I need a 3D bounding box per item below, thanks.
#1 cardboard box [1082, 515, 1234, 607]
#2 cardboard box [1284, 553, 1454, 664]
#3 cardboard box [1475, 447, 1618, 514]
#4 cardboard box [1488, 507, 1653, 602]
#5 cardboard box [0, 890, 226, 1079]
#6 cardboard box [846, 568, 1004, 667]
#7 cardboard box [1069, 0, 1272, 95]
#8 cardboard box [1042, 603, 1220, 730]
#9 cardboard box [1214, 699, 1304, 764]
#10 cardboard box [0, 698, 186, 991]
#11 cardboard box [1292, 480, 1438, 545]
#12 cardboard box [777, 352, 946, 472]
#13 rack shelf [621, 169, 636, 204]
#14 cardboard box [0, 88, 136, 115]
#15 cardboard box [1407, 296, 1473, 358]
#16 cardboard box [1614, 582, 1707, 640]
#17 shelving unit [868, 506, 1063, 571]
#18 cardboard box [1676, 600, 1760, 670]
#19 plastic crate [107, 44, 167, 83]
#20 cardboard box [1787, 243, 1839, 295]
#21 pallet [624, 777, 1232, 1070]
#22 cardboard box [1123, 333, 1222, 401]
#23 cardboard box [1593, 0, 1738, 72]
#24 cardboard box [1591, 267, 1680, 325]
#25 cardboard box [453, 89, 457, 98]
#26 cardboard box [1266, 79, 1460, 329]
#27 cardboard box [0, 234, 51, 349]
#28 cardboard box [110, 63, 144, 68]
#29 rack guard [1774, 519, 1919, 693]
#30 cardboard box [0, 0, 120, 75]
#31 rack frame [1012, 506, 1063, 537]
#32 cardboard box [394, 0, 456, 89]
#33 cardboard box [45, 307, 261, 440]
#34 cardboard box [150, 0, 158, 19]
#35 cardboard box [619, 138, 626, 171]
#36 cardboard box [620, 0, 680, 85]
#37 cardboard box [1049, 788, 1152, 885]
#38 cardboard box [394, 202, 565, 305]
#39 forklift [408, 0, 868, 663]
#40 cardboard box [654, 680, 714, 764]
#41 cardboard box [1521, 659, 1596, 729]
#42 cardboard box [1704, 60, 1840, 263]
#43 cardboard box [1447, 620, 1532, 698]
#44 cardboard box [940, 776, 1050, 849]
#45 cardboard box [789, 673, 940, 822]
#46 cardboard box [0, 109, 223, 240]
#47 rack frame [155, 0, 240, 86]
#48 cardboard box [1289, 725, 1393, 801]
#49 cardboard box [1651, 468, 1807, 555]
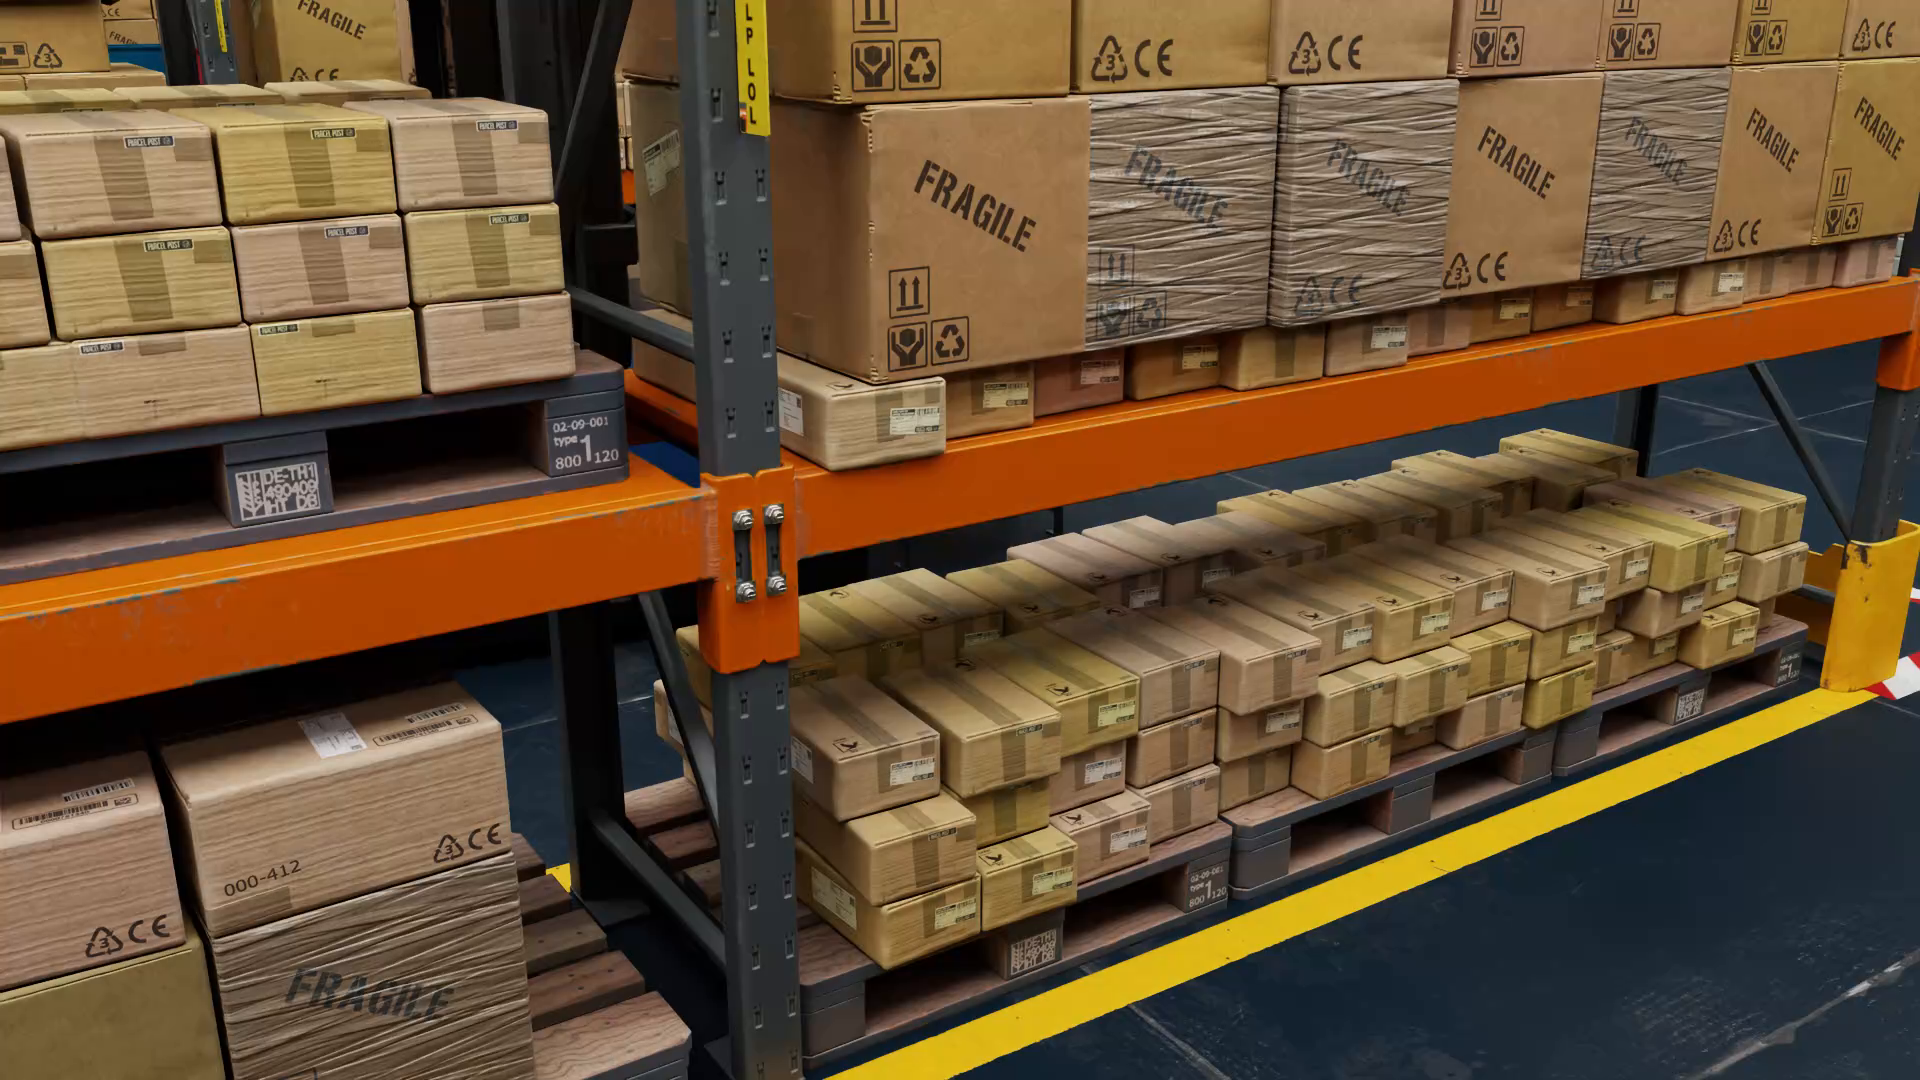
[{"bbox_3d":[0.558,0.067,4.730,0.250,0.149,0.380,-13,23,-33],"label":"cardboard box"},{"bbox_3d":[1.076,0.175,4.410,0.250,0.149,0.380,-12,22,-31],"label":"cardboard box"},{"bbox_3d":[1.907,-0.174,5.442,0.250,0.149,0.380,-11,22,-30],"label":"cardboard box"},{"bbox_3d":[1.754,0.042,4.803,0.250,0.149,0.380,-13,23,-34],"label":"cardboard box"},{"bbox_3d":[-1.553,0.852,2.788,0.500,0.500,0.500,-13,22,-33],"label":"cardboard box"},{"bbox_3d":[-0.096,0.215,4.292,0.250,0.149,0.380,-12,22,-32],"label":"cardboard box"},{"bbox_3d":[0.290,-1.193,3.407,0.500,0.500,0.500,-13,22,-33],"label":"cardboard box"},{"bbox_3d":[0.408,0.301,4.038,0.250,0.149,0.380,-13,22,-33],"label":"cardboard box"},{"bbox_3d":[0.649,0.401,4.205,0.250,0.149,0.380,-11,21,-29],"label":"cardboard box"},{"bbox_3d":[-1.565,0.495,2.674,0.500,0.250,0.500,-11,21,-29],"label":"cardboard box"},{"bbox_3d":[1.228,-0.051,5.080,0.250,0.149,0.380,-11,22,-29],"label":"cardboard box"},{"bbox_3d":[-0.229,-0.264,3.236,0.250,0.149,0.380,-11,22,-29],"label":"cardboard box"},{"bbox_3d":[-1.618,-1.777,8.441,4.000,0.370,1.077,-12,22,-31],"label":"rack shelf"},{"bbox_3d":[-1.672,-0.741,3.061,0.250,0.149,0.380,-12,22,-31],"label":"cardboard box"},{"bbox_3d":[1.043,-0.569,4.137,0.250,0.149,0.380,-11,22,-29],"label":"cardboard box"},{"bbox_3d":[1.979,0.146,4.959,0.250,0.149,0.380,-13,23,-34],"label":"cardboard box"},{"bbox_3d":[-0.006,-0.709,6.501,0.755,1.500,0.431,-12,22,-31],"label":"shelving unit"},{"bbox_3d":[2.212,0.247,5.127,0.250,0.149,0.380,-11,22,-30],"label":"cardboard box"},{"bbox_3d":[-5.810,-3.285,11.708,0.575,0.384,0.392,-12,22,-31],"label":"plastic crate"},{"bbox_3d":[2.350,-0.840,4.938,0.250,0.149,0.380,-12,22,-31],"label":"cardboard box"},{"bbox_3d":[-0.104,0.772,4.131,1.213,0.211,1.003,-12,22,-31],"label":"pallet"},{"bbox_3d":[0.370,-0.437,3.746,0.250,0.149,0.380,-13,23,-34],"label":"cardboard box"},{"bbox_3d":[1.598,-1.457,4.190,0.500,0.500,0.500,-11,21,-29],"label":"cardboard box"},{"bbox_3d":[1.713,-0.702,4.530,0.250,0.149,0.380,-13,23,-34],"label":"cardboard box"},{"bbox_3d":[-2.334,-1.934,7.553,0.500,0.250,0.500,-12,22,-32],"label":"cardboard box"},{"bbox_3d":[0.757,-0.797,3.799,0.500,0.500,0.500,-12,22,-33],"label":"cardboard box"},{"bbox_3d":[-1.523,-0.380,2.457,0.250,0.149,0.380,-13,22,-33],"label":"cardboard box"},{"bbox_3d":[-3.810,-1.799,7.226,0.500,0.500,0.500,-12,22,-31],"label":"cardboard box"},{"bbox_3d":[2.632,0.072,5.751,0.348,0.500,1.175,-12,22,-31],"label":"rack guard"},{"bbox_3d":[-3.818,-2.173,6.768,0.637,0.503,0.797,-13,22,-33],"label":"cardboard box"},{"bbox_3d":[0.300,-0.774,6.692,0.023,1.500,0.400,-12,22,-31],"label":"rack frame"},{"bbox_3d":[-2.333,-2.291,7.438,0.500,0.500,0.500,-12,22,-31],"label":"cardboard box"},{"bbox_3d":[-1.294,-0.289,2.652,0.250,0.149,0.380,-12,22,-32],"label":"cardboard box"},{"bbox_3d":[-7.325,-5.126,15.507,0.500,0.500,0.500,-13,22,-33],"label":"cardboard box"},{"bbox_3d":[-1.776,-1.838,7.890,0.250,0.149,0.380,-12,22,-31],"label":"cardboard box"},{"bbox_3d":[-0.401,-1.238,3.542,0.500,0.500,0.500,-13,23,-33],"label":"cardboard box"},{"bbox_3d":[0.237,0.648,3.941,0.250,0.149,0.380,-12,22,-32],"label":"cardboard box"},{"bbox_3d":[-0.869,-0.519,2.868,0.250,0.149,0.380,-11,22,-30],"label":"cardboard box"},{"bbox_3d":[-1.901,-1.119,5.479,3.031,2.935,1.130,-8,20,-22],"label":"forklift"},{"bbox_3d":[-0.557,0.449,4.064,0.250,0.149,0.380,-11,22,-30],"label":"cardboard box"},{"bbox_3d":[1.566,0.379,4.736,0.250,0.149,0.380,-13,23,-34],"label":"cardboard box"},{"bbox_3d":[2.029,-1.077,4.625,0.500,0.500,0.500,-12,22,-32],"label":"cardboard box"},{"bbox_3d":[1.329,0.281,4.561,0.250,0.149,0.380,-11,21,-29],"label":"cardboard box"},{"bbox_3d":[-0.004,0.543,3.787,0.250,0.149,0.380,-12,22,-31],"label":"cardboard box"},{"bbox_3d":[-0.244,0.443,3.616,0.250,0.149,0.380,-11,22,-29],"label":"cardboard box"},{"bbox_3d":[-1.314,-0.567,2.547,0.250,0.149,0.380,-13,22,-33],"label":"cardboard box"},{"bbox_3d":[-3.289,-1.766,7.284,0.127,3.000,1.000,-12,22,-31],"label":"rack frame"},{"bbox_3d":[0.897,0.513,4.340,0.250,0.149,0.380,-13,22,-33],"label":"cardboard box"},{"bbox_3d":[2.393,-0.095,5.208,0.250,0.149,0.380,-12,22,-31],"label":"cardboard box"}]
